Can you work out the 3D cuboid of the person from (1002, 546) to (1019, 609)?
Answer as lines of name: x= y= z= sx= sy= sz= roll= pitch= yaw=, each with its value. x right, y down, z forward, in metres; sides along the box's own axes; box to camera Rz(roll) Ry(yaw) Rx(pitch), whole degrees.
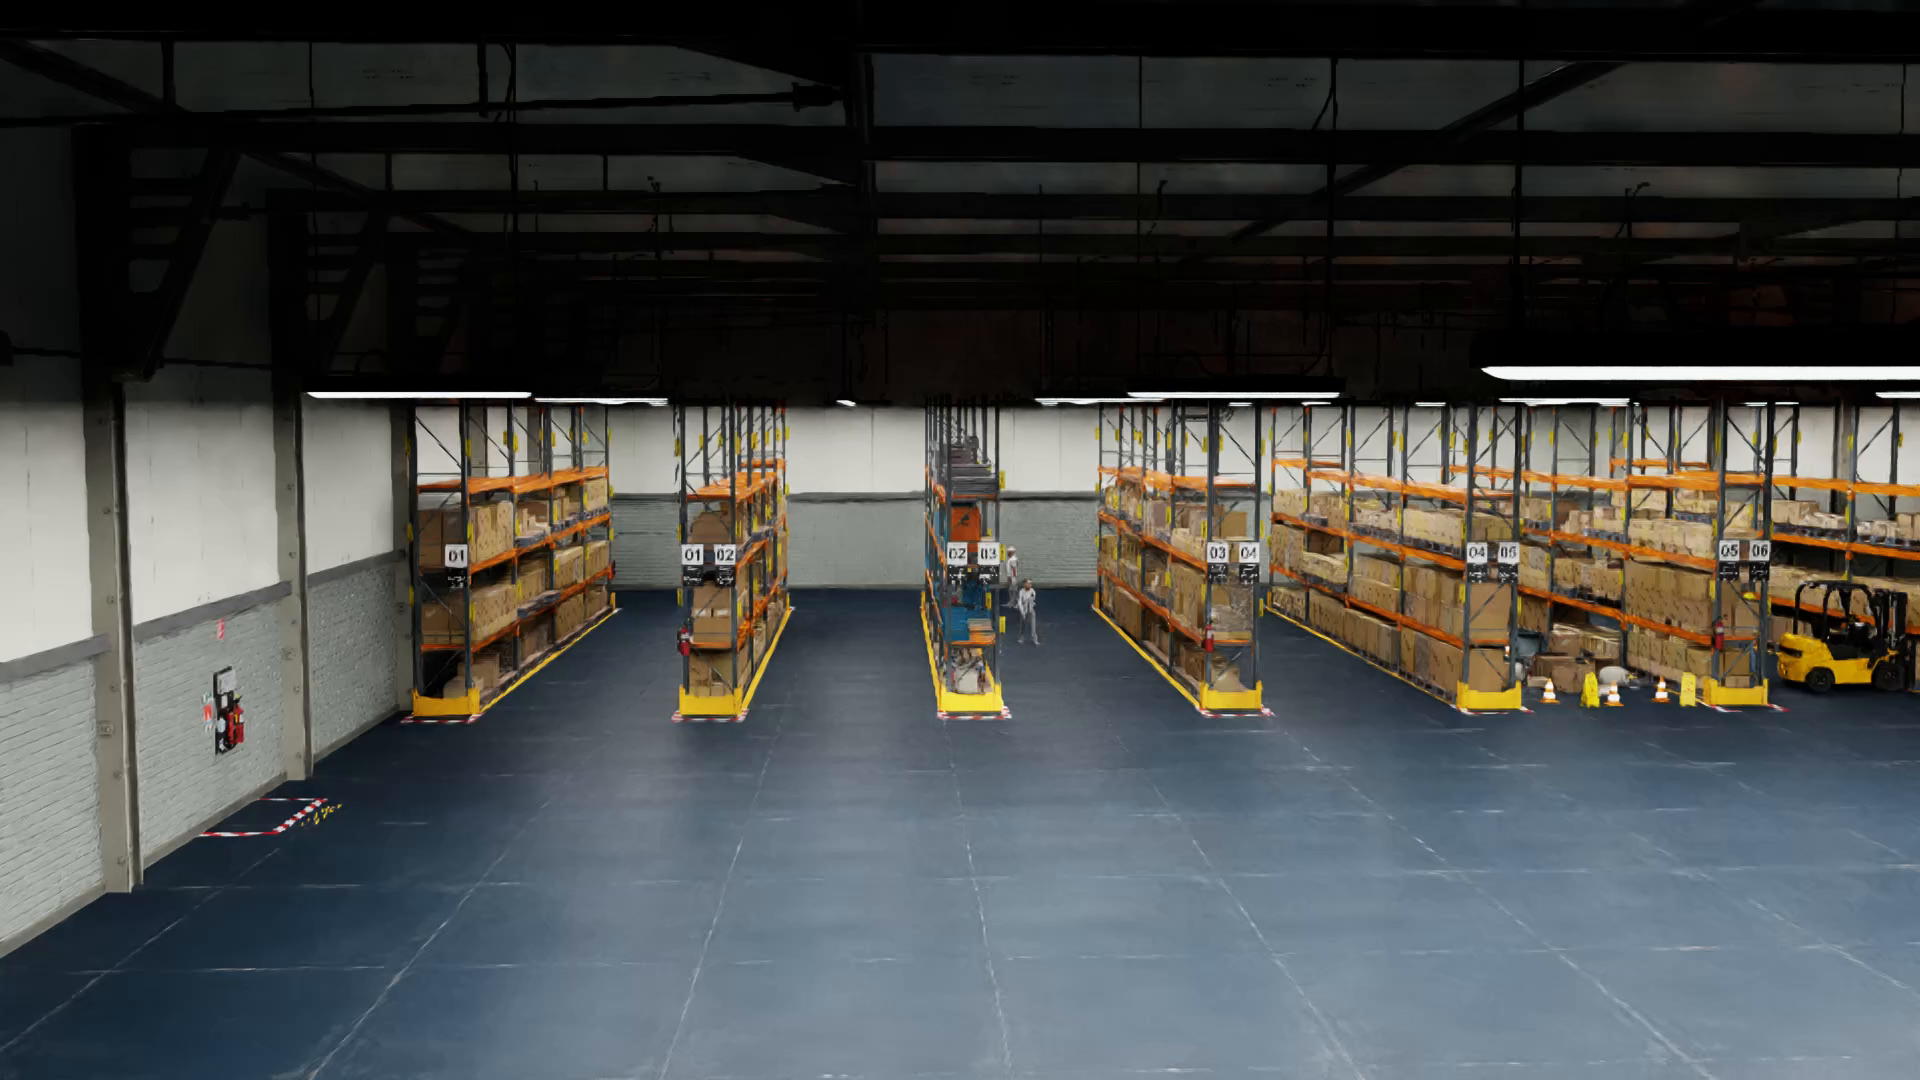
person: x=1.479 y=1.065 z=47.572 sx=0.492 sy=1.784 sz=0.648 roll=-1 pitch=5 yaw=-6

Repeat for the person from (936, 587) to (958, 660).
person: x=-0.296 y=1.830 z=36.404 sx=0.524 sy=1.588 sz=0.604 roll=1 pitch=5 yaw=7

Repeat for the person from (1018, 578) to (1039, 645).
person: x=1.625 y=1.716 z=40.254 sx=0.483 sy=1.621 sz=0.994 roll=-1 pitch=5 yaw=-10

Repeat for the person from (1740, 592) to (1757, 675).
person: x=16.888 y=2.001 z=35.765 sx=0.503 sy=1.764 sz=0.624 roll=2 pitch=5 yaw=27
